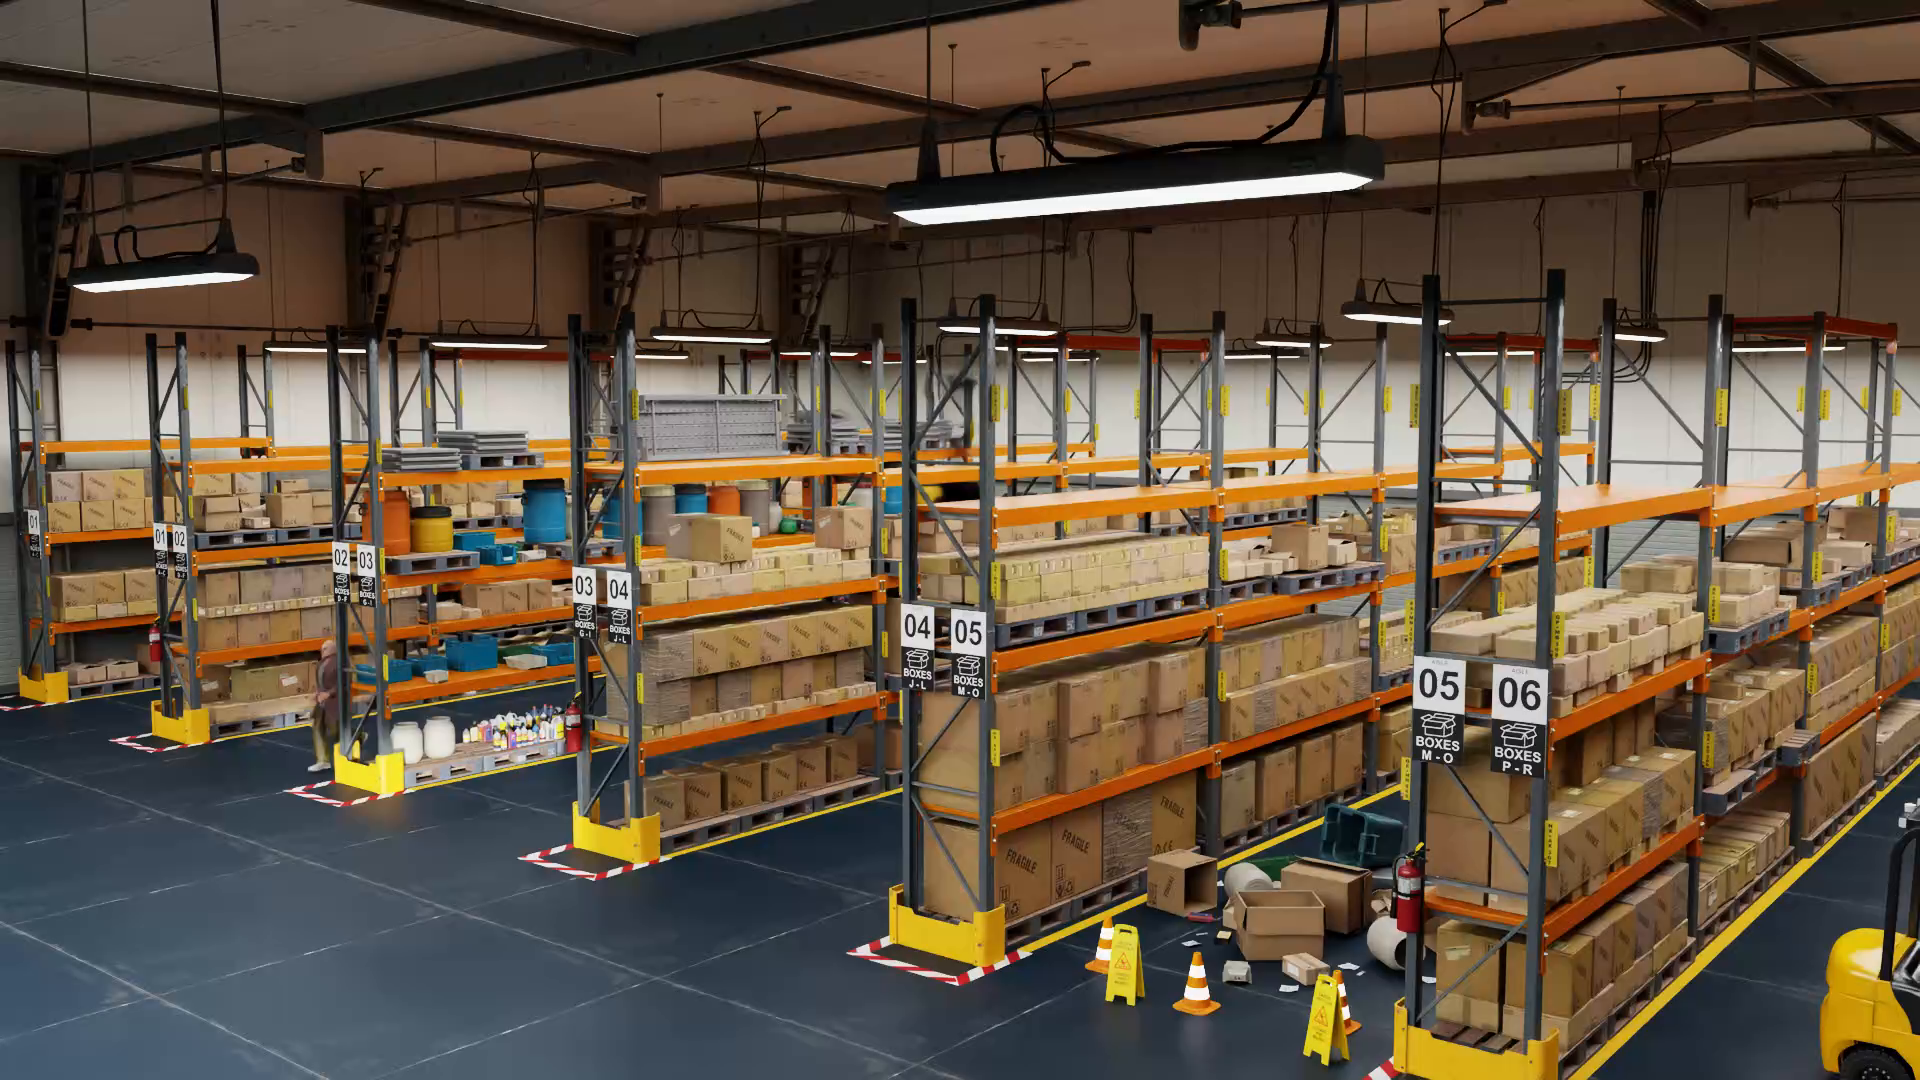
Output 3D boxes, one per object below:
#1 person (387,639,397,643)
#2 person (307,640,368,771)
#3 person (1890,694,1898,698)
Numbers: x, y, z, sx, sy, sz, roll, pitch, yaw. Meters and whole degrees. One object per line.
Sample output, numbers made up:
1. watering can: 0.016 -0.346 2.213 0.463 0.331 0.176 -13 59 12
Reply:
1. person: -10.050 1.661 29.184 0.691 1.723 0.757 4 7 40
2. person: -8.563 2.236 22.752 0.744 1.750 0.945 3 6 31
3. person: 14.454 2.019 25.978 0.660 1.609 0.544 3 6 28
